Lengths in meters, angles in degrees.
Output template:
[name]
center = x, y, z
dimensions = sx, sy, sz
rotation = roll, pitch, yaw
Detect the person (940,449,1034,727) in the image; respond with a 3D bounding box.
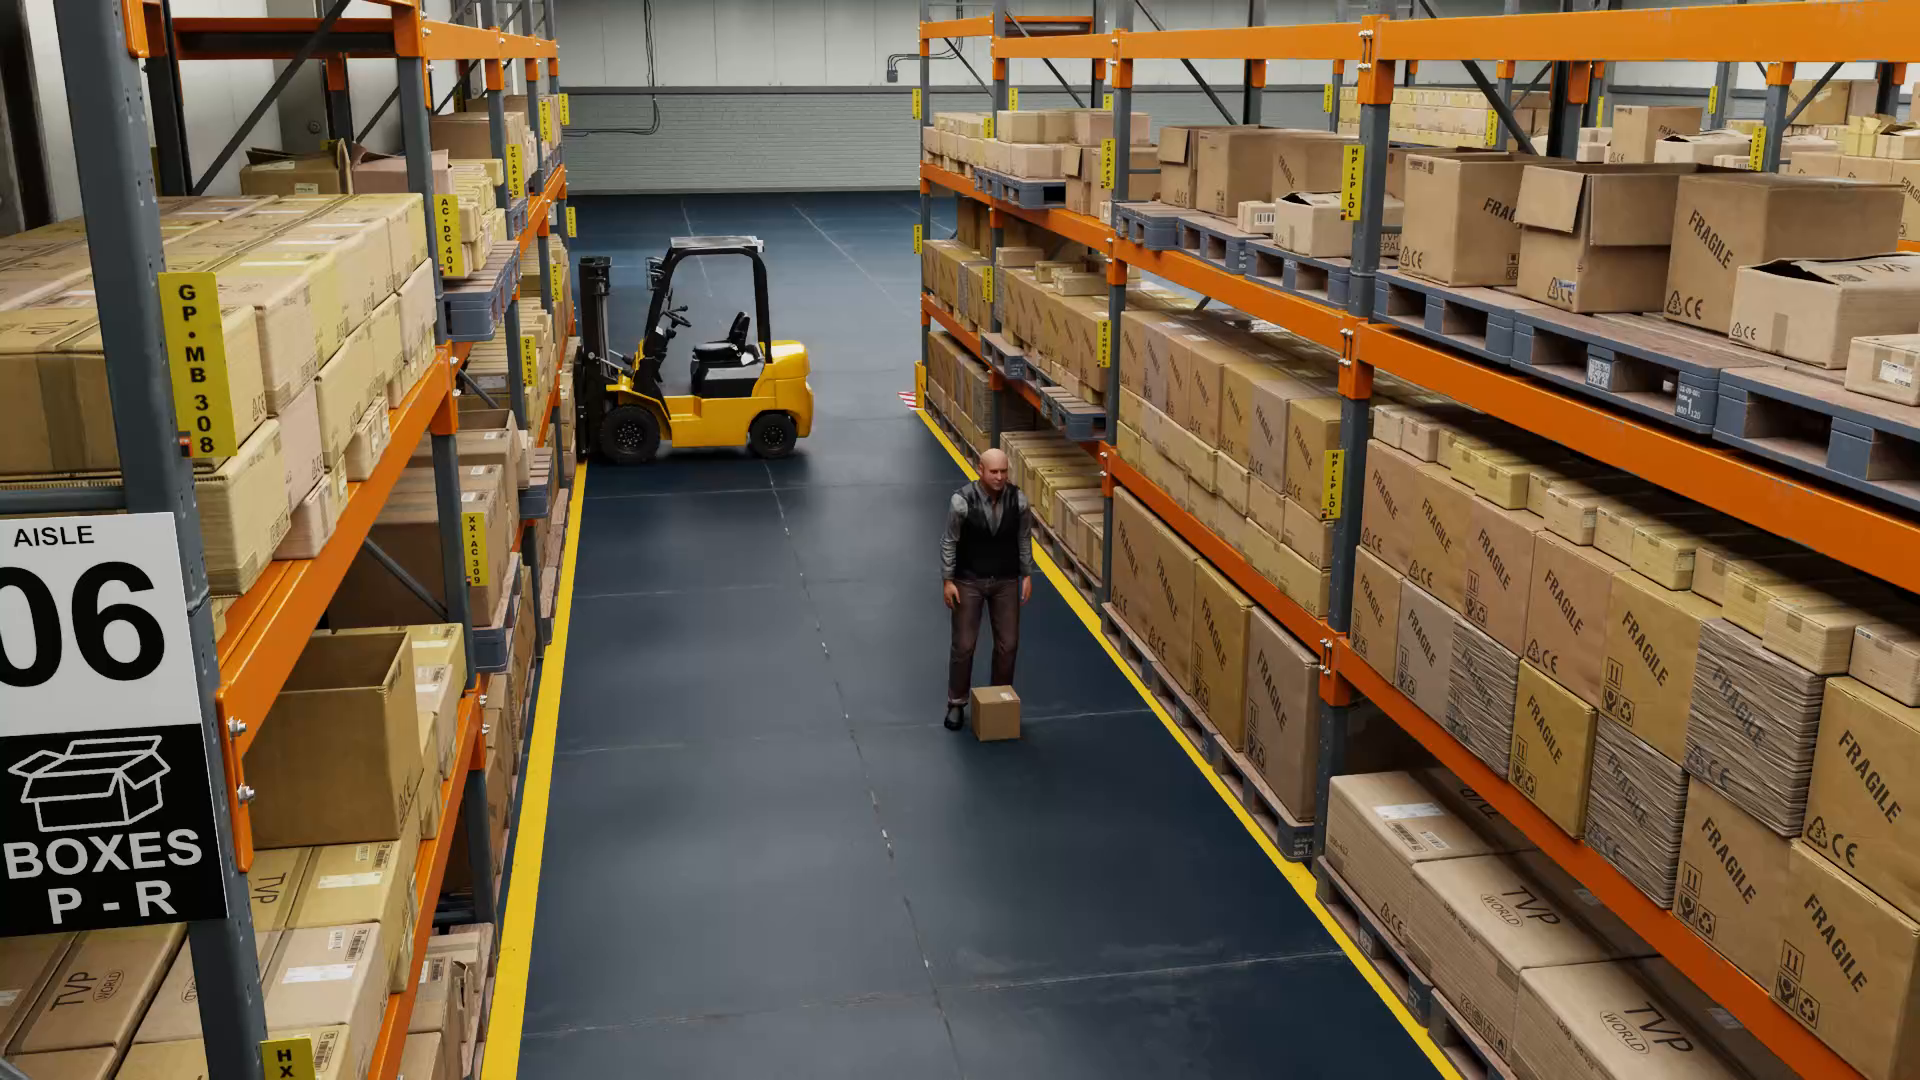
[person]
center = 0.161, 0.267, 10.160
dimensions = 0.593, 1.720, 0.419
rotation = -4, 17, -14
